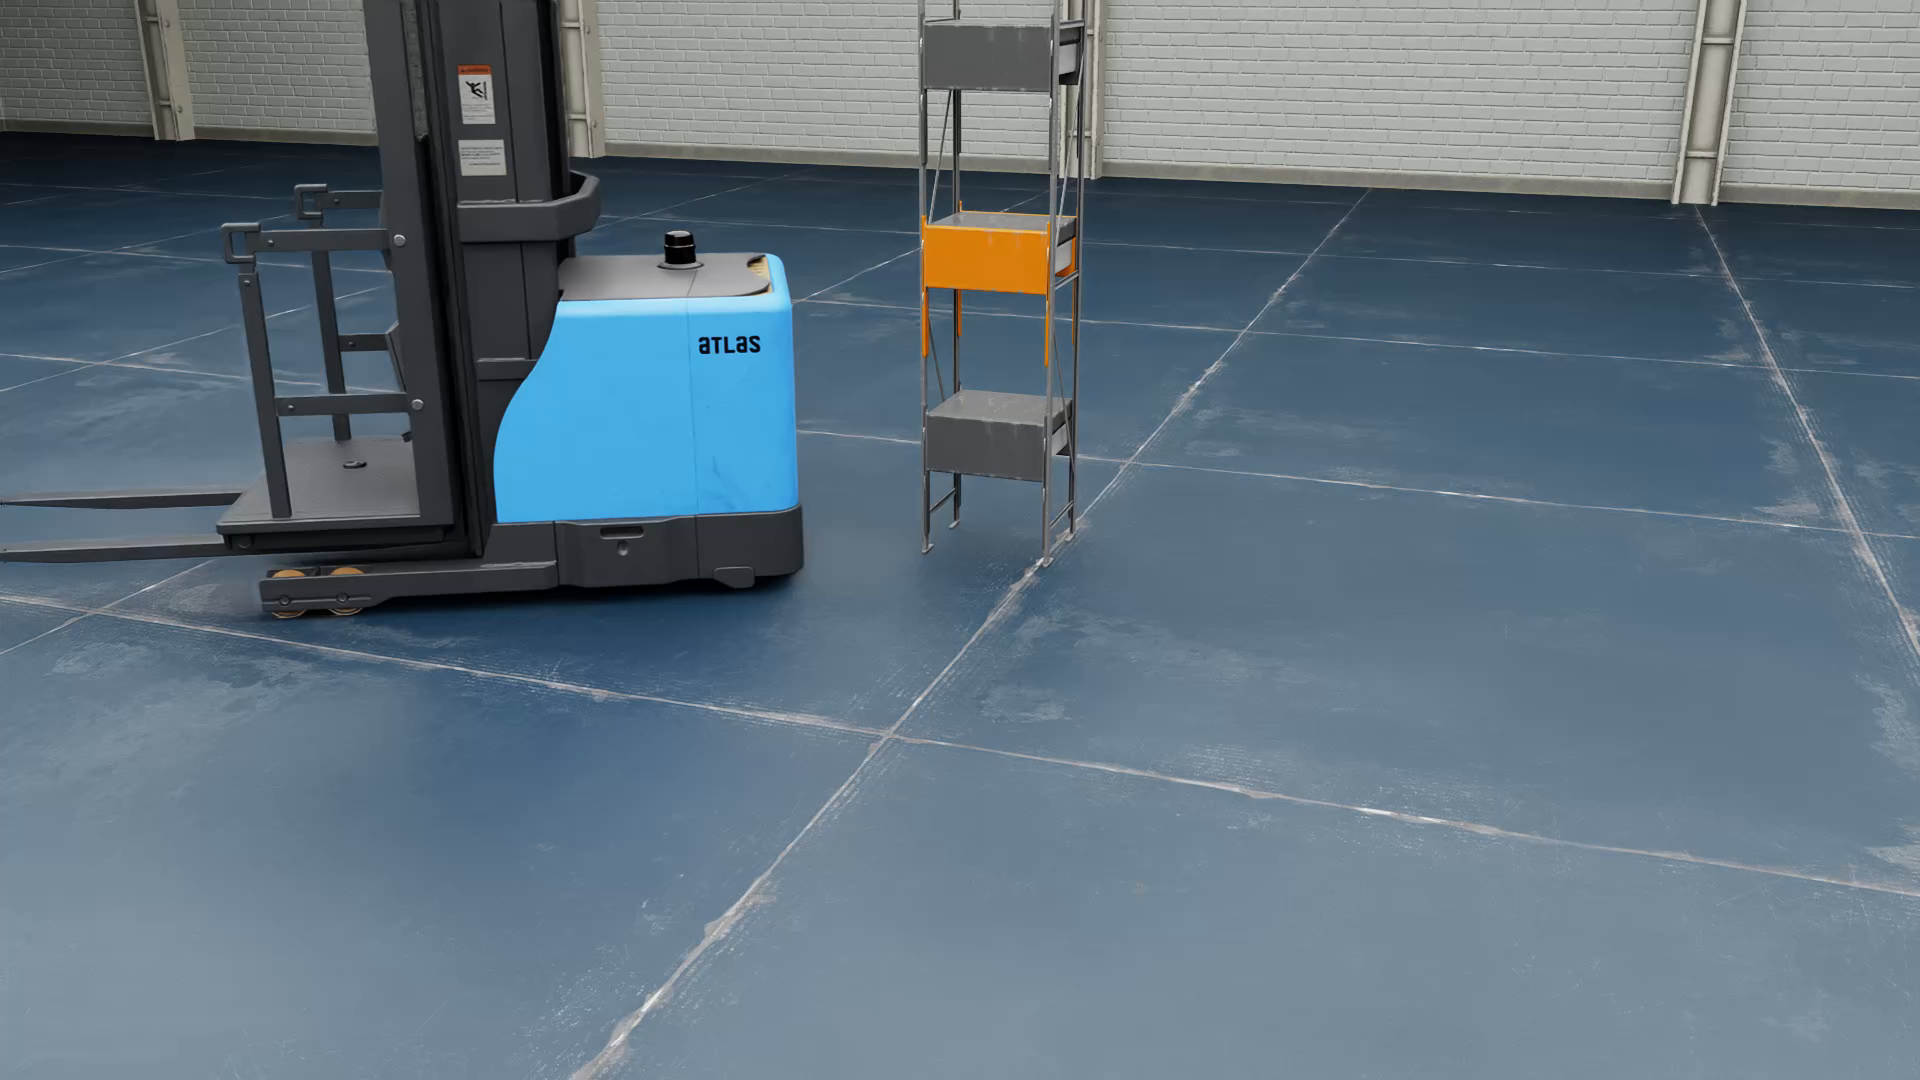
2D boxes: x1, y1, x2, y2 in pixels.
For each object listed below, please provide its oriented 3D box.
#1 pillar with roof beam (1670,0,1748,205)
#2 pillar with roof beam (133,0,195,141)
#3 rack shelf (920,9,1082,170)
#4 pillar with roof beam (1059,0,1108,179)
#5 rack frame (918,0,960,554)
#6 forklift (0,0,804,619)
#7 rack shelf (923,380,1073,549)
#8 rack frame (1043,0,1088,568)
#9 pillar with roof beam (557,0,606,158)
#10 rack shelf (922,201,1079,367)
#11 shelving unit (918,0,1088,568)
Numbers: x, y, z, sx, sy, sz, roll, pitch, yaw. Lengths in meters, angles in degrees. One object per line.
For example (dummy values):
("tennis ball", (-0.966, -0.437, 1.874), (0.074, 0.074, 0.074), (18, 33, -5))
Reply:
("pillar with roof beam", (5.535, -6.108, 10.428), (0.400, 9.000, 9.100), (7, 20, 18))
("pillar with roof beam", (-11.468, -8.053, 16.006), (0.400, 9.000, 9.100), (7, 20, 18))
("rack shelf", (0.156, -1.622, 5.953), (0.480, 0.518, 0.431), (7, 20, 18))
("pillar with roof beam", (-0.132, -6.756, 12.288), (0.400, 9.000, 9.100), (7, 20, 18))
("rack frame", (-0.074, -1.000, 6.255), (0.015, 2.100, 0.400), (7, 20, 18))
("forklift", (-2.130, -1.296, 5.841), (3.031, 2.935, 1.130), (-3, 19, -7))
("rack shelf", (0.156, -0.300, 6.414), (0.480, 0.518, 0.431), (7, 20, 18))
("rack frame", (0.387, -0.947, 6.104), (0.015, 2.100, 0.400), (7, 20, 18))
("pillar with roof beam", (-5.800, -7.405, 14.147), (0.400, 9.000, 9.100), (7, 20, 18))
("rack shelf", (0.156, -0.961, 6.184), (0.480, 0.518, 0.431), (7, 20, 18))
("shelving unit", (0.156, -0.974, 6.179), (0.503, 2.100, 0.431), (7, 20, 18))
